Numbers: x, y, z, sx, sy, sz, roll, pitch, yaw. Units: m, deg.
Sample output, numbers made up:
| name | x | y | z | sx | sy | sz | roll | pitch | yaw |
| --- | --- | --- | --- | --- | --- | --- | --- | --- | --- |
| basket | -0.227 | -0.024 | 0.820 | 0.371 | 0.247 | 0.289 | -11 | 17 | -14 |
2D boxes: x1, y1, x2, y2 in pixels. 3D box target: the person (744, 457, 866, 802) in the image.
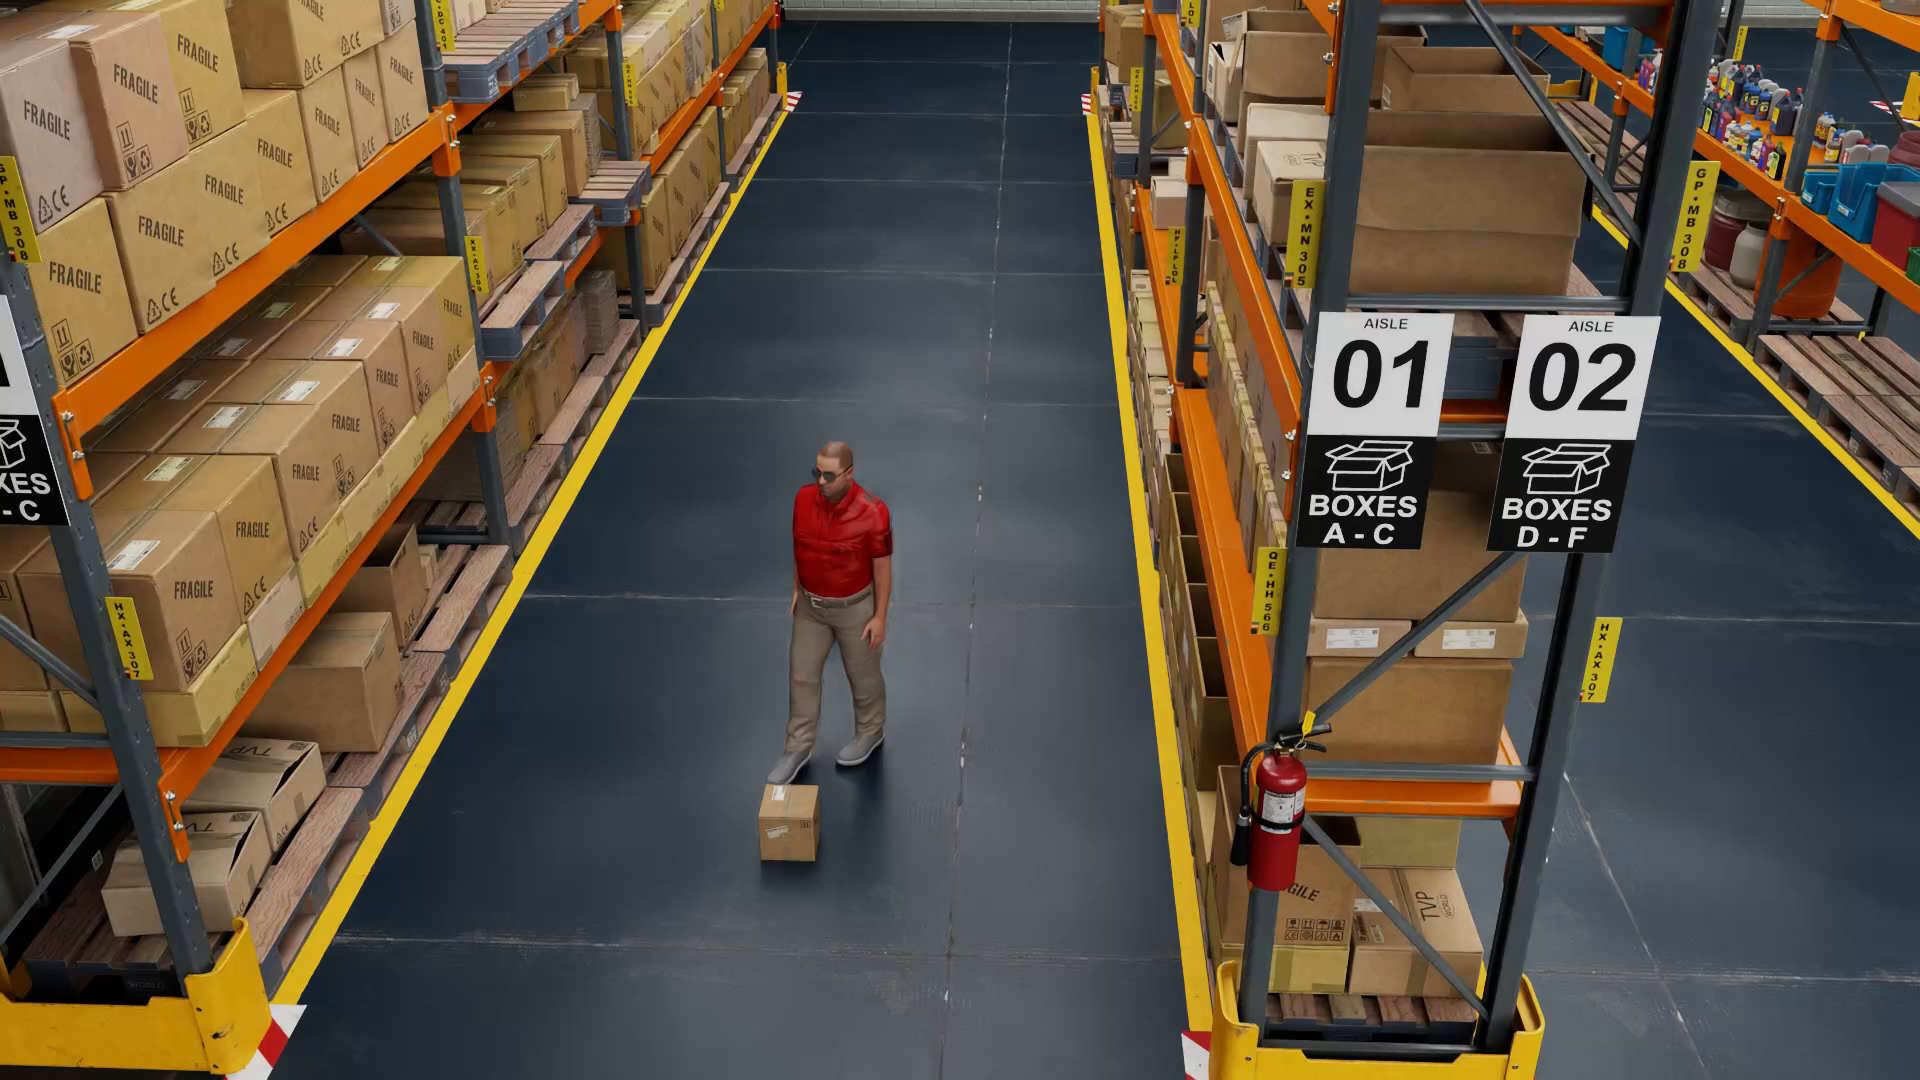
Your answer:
| name | x | y | z | sx | sy | sz | roll | pitch | yaw |
| --- | --- | --- | --- | --- | --- | --- | --- | --- | --- |
| person | -0.786 | 0.424 | 7.827 | 0.536 | 1.738 | 0.587 | 10 | 29 | 18 |
